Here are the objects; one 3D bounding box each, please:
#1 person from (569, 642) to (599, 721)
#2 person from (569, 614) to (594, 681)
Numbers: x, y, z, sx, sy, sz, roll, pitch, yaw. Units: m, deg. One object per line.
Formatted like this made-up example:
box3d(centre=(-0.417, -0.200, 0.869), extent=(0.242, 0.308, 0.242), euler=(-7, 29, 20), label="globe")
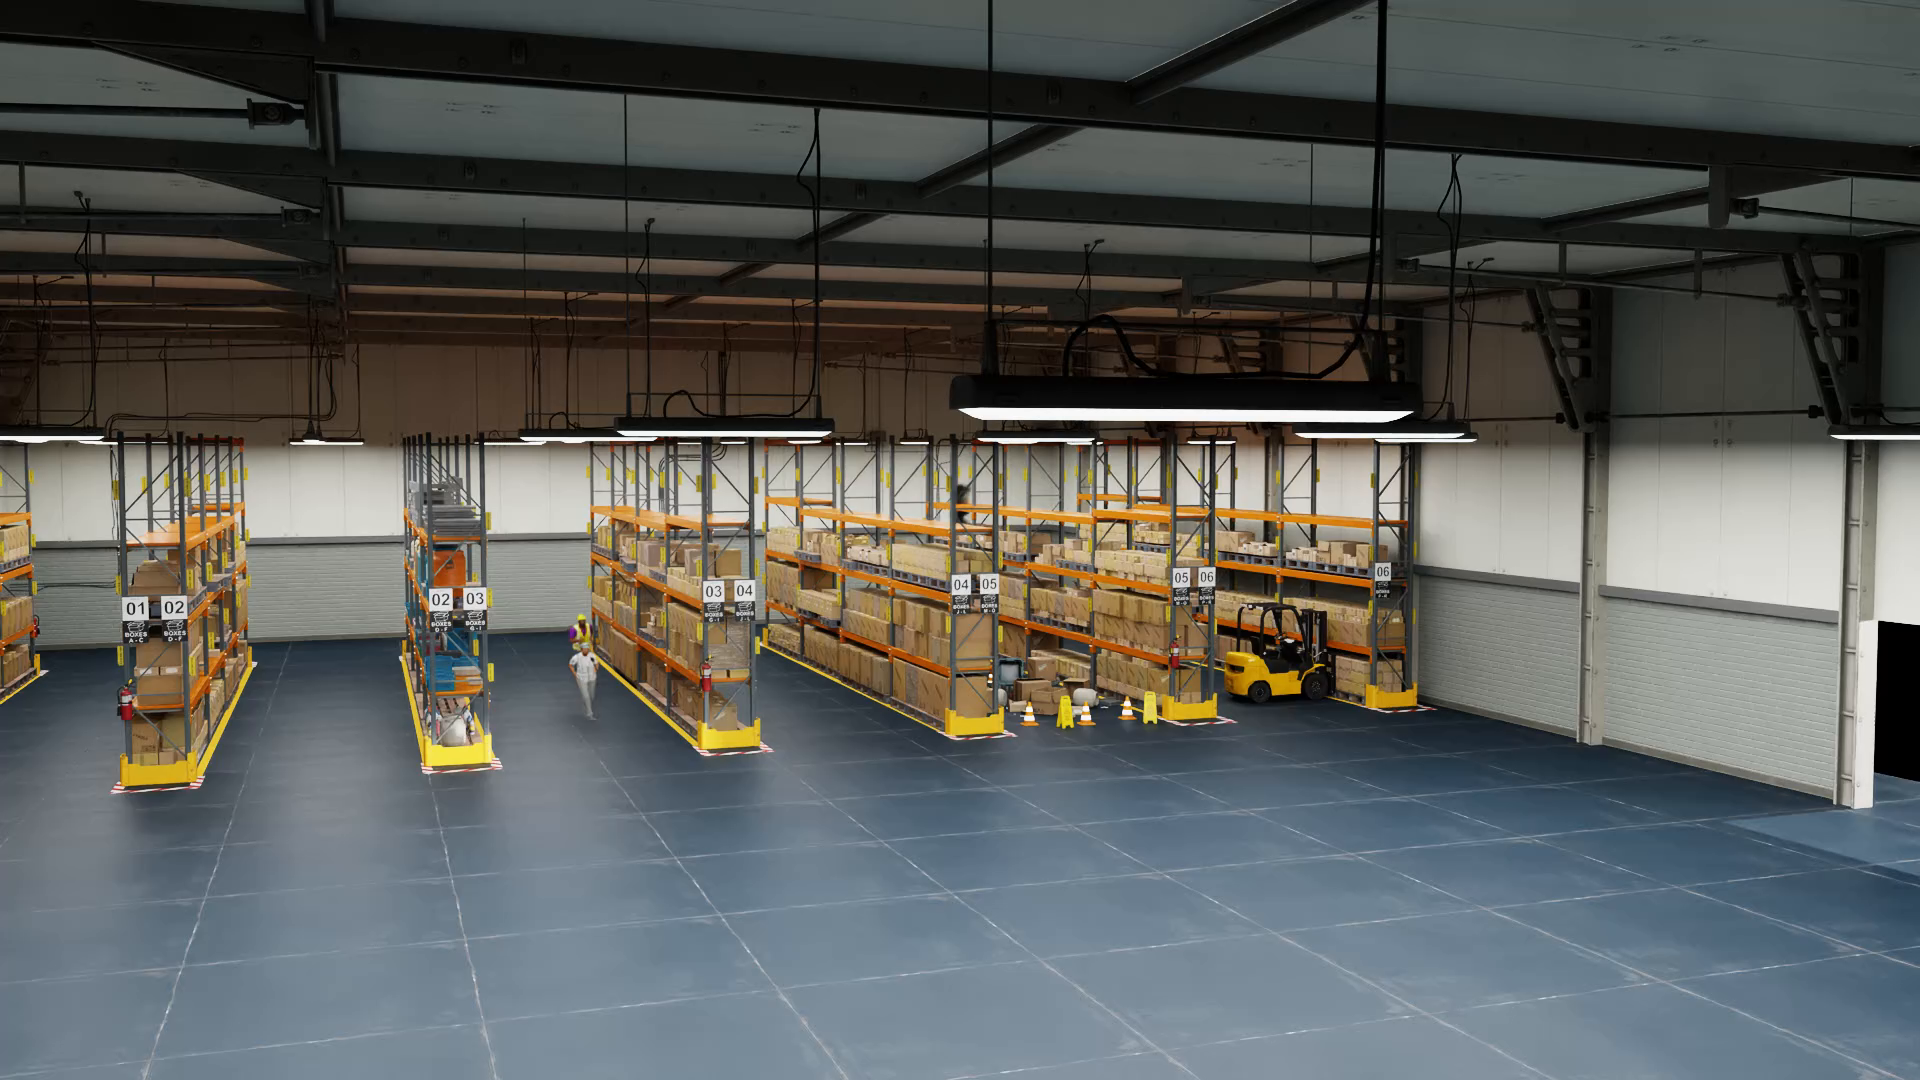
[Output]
box3d(centre=(-7.917, 2.954, 35.019), extent=(0.627, 1.639, 0.845), euler=(-1, 3, -25), label="person")
box3d(centre=(-9.137, 2.629, 40.164), extent=(0.643, 1.707, 0.968), euler=(-1, 3, -25), label="person")
